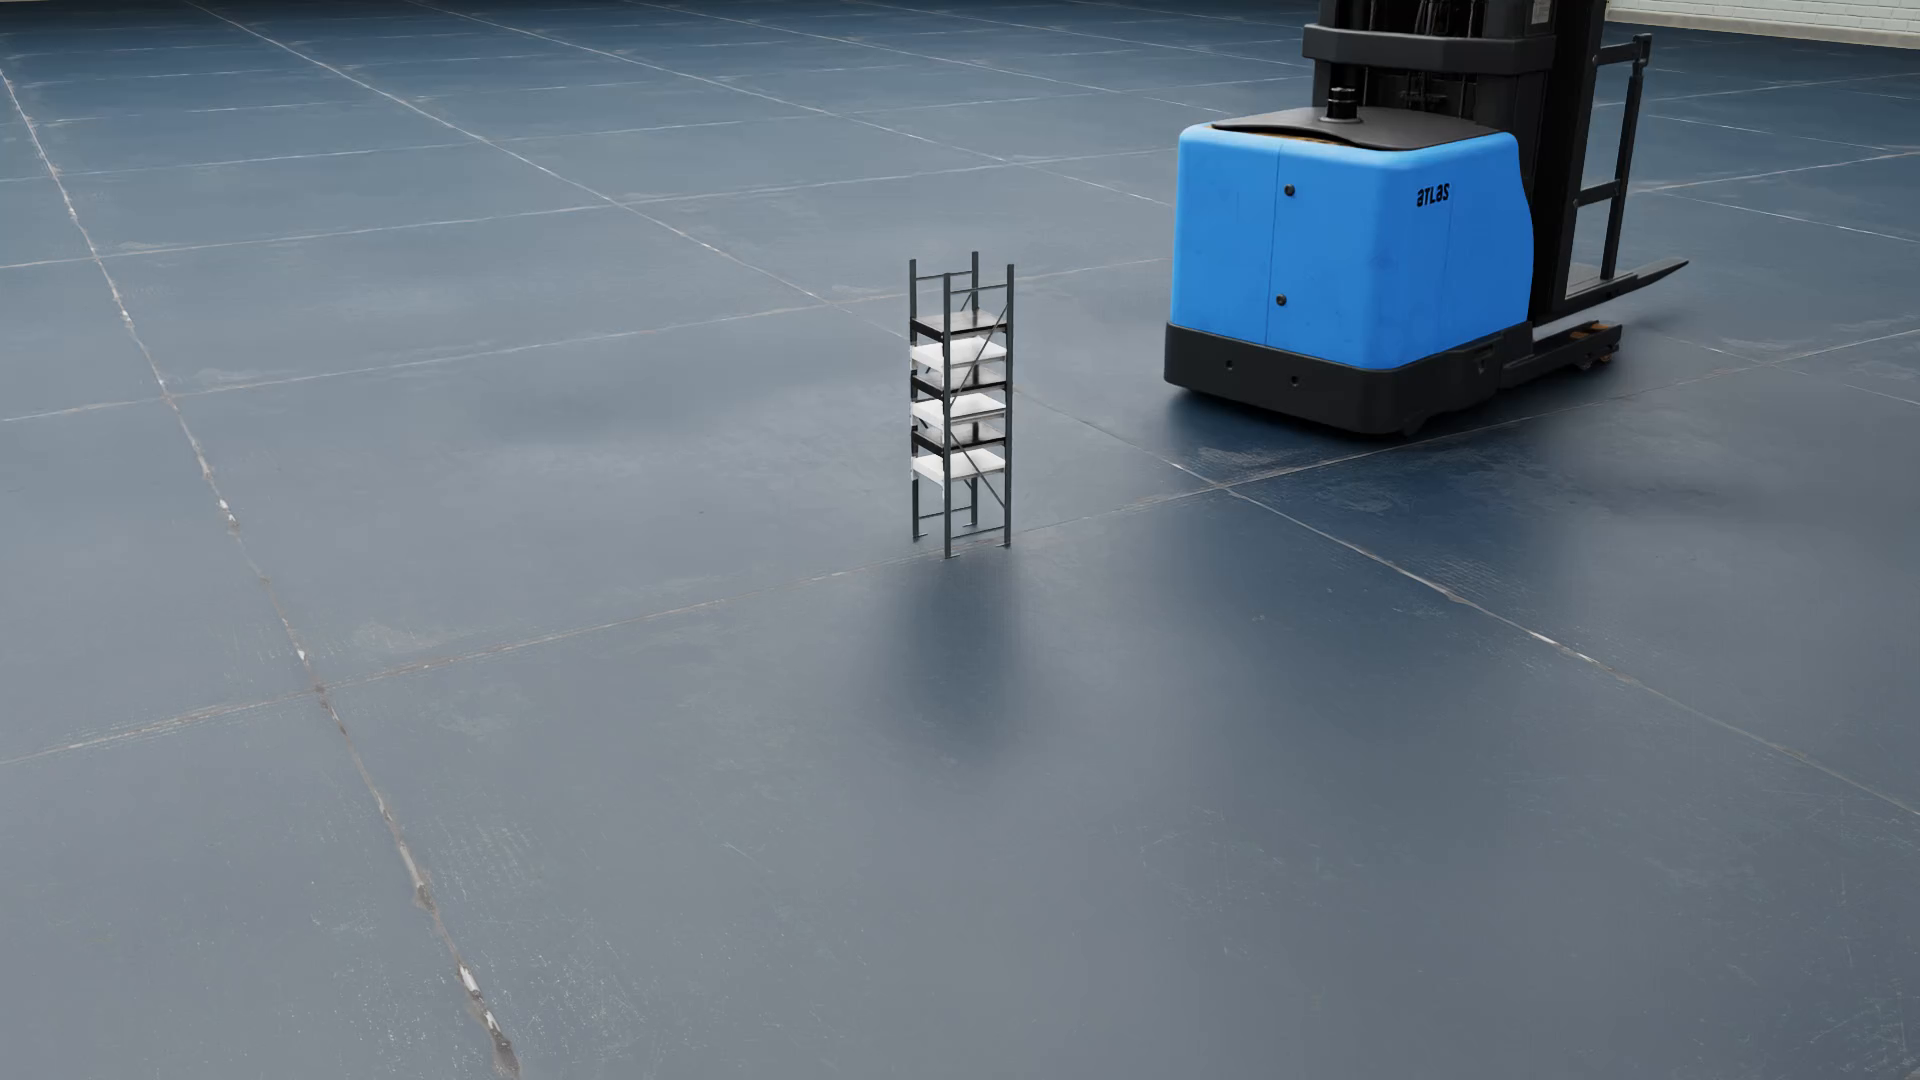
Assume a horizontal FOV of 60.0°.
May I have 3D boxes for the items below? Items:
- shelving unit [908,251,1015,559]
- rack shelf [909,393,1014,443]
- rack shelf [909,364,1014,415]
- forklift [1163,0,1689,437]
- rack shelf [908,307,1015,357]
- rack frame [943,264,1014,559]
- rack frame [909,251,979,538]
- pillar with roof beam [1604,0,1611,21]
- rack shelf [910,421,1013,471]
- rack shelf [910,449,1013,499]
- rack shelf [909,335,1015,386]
[{"bbox_3d":[0.004,-0.414,5.136,0.258,0.900,0.210,-13,25,-28],"label":"shelving unit"},{"bbox_3d":[0.004,-0.383,5.148,0.258,0.077,0.200,-13,25,-28],"label":"rack shelf"},{"bbox_3d":[0.004,-0.467,5.114,0.258,0.077,0.200,-13,25,-28],"label":"rack shelf"},{"bbox_3d":[2.225,-2.200,6.832,3.031,2.935,1.130,-20,30,-41],"label":"forklift"},{"bbox_3d":[0.004,-0.633,5.046,0.258,0.077,0.200,-13,25,-28],"label":"rack shelf"},{"bbox_3d":[0.056,-0.381,5.055,0.240,0.900,0.006,-13,25,-28],"label":"rack frame"},{"bbox_3d":[-0.048,-0.447,5.217,0.240,0.900,0.006,-13,25,-28],"label":"rack frame"},{"bbox_3d":[4.992,-10.522,19.248,9.100,9.000,0.400,-13,25,-28],"label":"pillar with roof beam"},{"bbox_3d":[0.004,-0.300,5.182,0.258,0.077,0.200,-13,25,-28],"label":"rack shelf"},{"bbox_3d":[0.004,-0.217,5.216,0.258,0.077,0.200,-13,25,-28],"label":"rack shelf"},{"bbox_3d":[0.004,-0.550,5.080,0.258,0.077,0.200,-13,25,-28],"label":"rack shelf"}]
